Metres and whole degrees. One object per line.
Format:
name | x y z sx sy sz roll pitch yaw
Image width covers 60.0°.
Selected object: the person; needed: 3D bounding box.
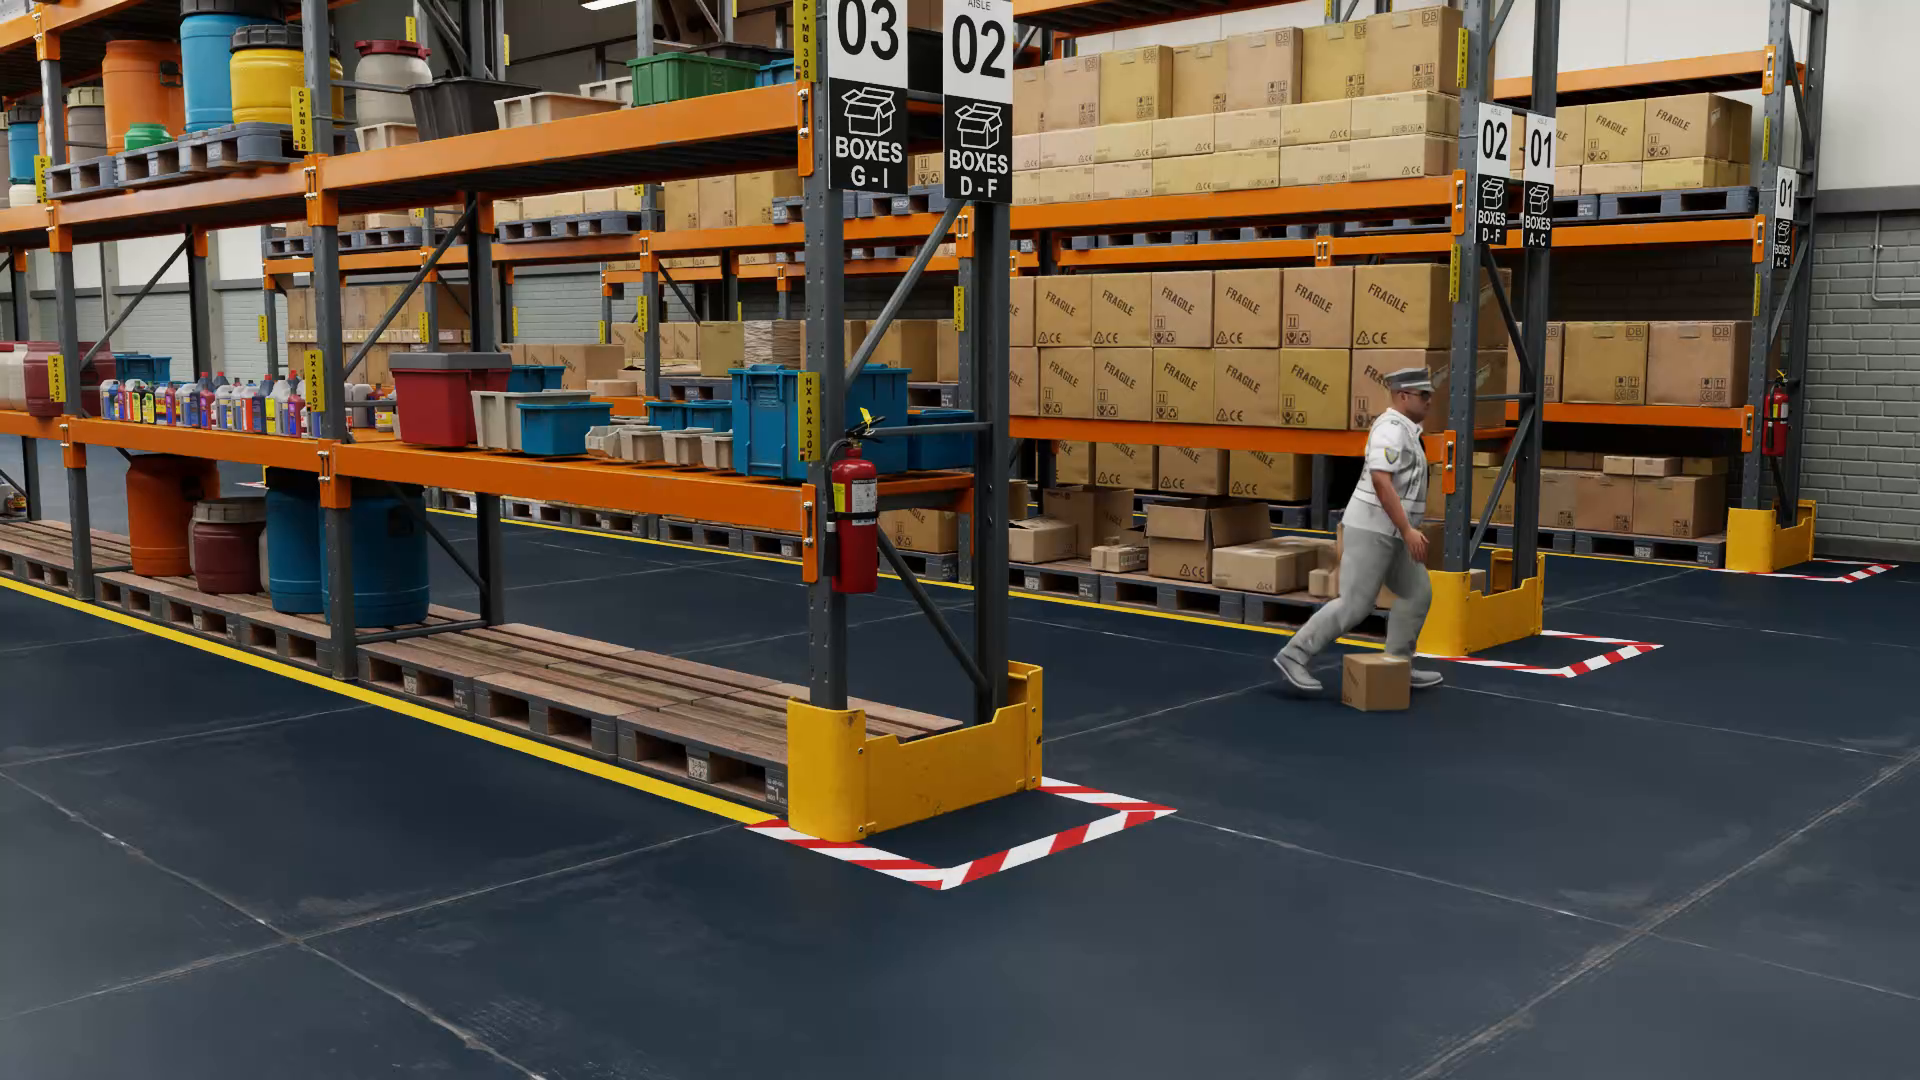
person | 2.100 -0.056 8.694 0.831 1.701 0.637 3 8 22
